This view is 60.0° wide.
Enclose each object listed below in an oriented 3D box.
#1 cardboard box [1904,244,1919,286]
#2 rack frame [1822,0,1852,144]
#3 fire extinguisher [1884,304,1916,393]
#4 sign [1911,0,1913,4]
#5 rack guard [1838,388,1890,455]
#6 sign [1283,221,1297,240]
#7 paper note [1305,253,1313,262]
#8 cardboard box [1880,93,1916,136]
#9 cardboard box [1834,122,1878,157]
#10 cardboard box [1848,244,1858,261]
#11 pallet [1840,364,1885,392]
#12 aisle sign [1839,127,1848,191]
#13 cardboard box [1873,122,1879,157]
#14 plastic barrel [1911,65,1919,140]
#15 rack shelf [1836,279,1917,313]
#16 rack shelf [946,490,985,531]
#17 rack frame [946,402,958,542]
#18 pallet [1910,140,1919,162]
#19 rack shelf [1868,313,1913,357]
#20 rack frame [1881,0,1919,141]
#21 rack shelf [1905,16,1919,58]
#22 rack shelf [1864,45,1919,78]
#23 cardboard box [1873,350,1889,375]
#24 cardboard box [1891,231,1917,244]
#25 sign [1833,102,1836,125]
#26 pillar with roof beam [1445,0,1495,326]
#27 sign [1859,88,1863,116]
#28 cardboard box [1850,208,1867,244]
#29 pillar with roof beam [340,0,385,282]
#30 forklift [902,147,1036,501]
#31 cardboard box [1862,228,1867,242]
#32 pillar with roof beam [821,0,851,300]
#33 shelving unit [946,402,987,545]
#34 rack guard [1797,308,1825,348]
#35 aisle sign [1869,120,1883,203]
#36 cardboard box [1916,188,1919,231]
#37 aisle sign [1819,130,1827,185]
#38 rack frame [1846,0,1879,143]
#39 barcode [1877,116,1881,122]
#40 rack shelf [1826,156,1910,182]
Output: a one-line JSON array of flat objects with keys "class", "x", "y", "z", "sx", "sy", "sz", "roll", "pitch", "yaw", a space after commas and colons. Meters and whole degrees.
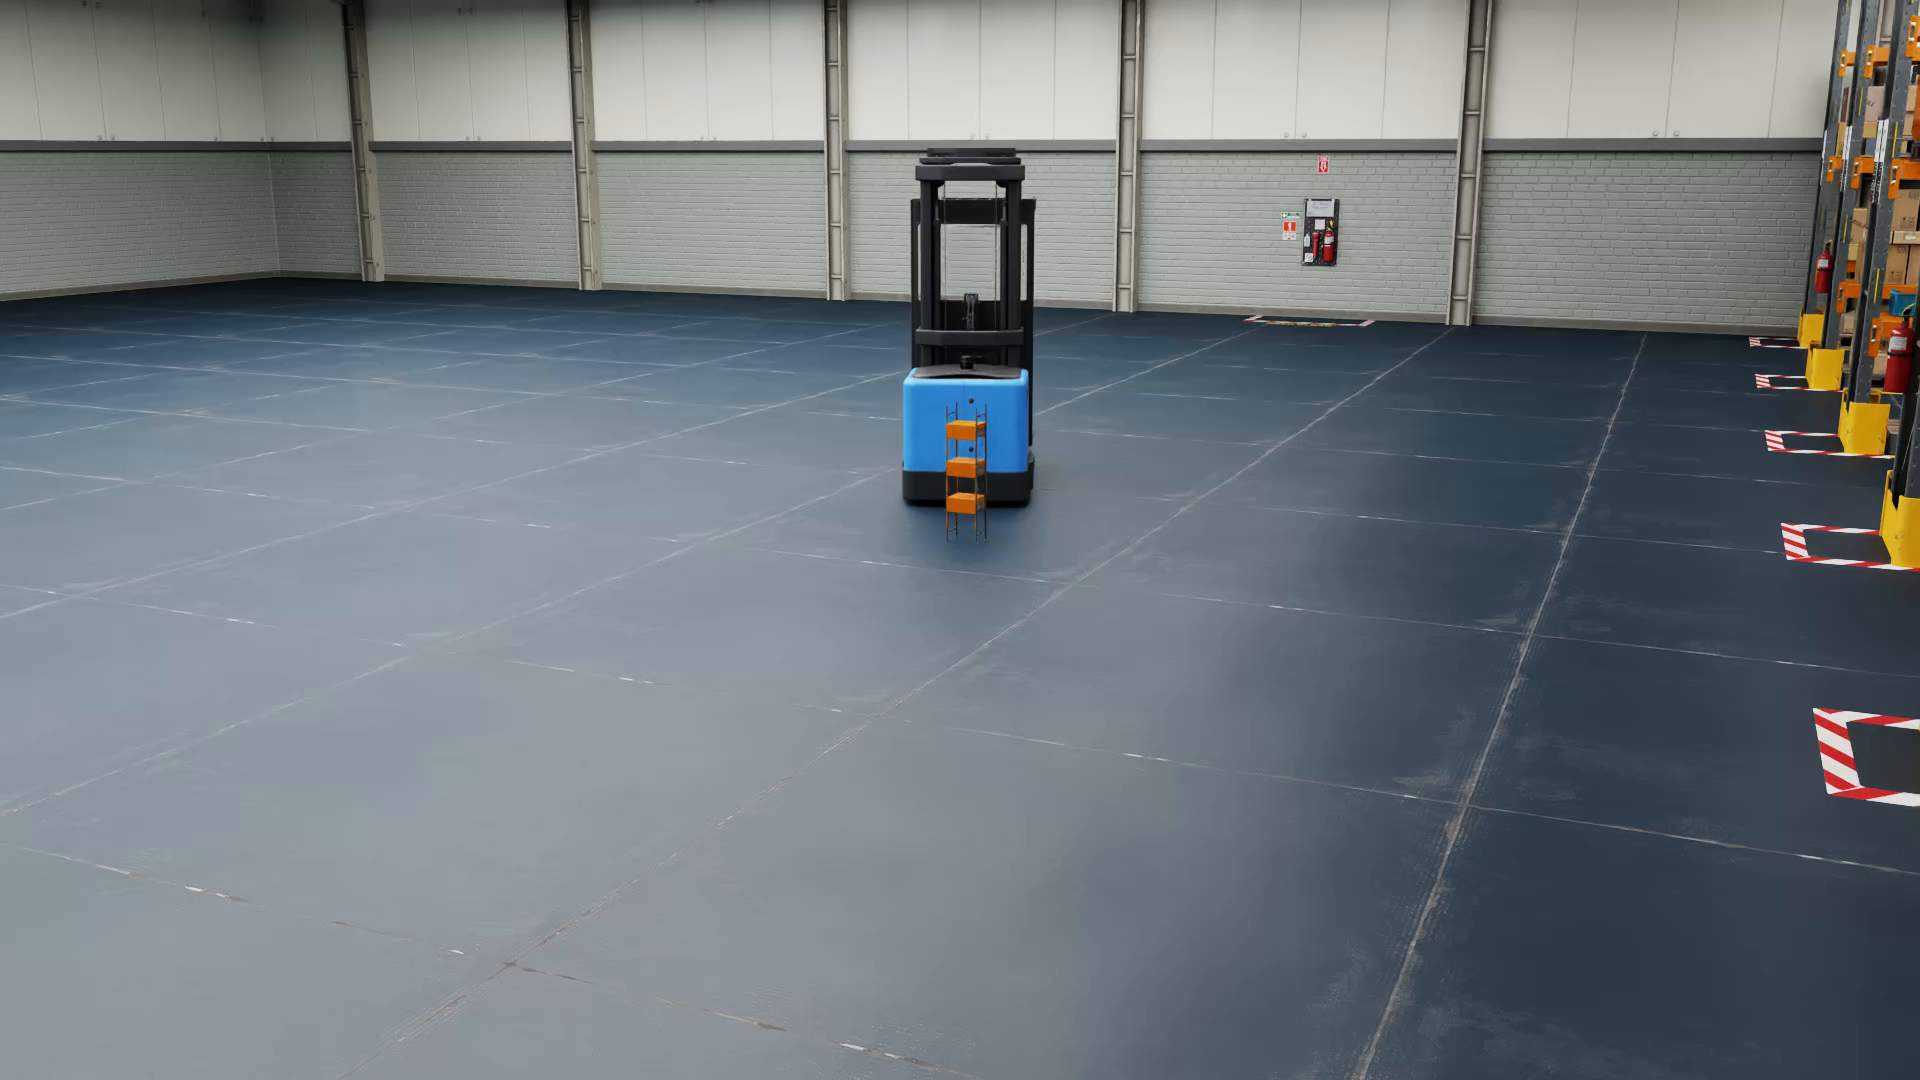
[{"class": "cardboard box", "x": 11.951, "y": -3.410, "z": 20.502, "sx": 0.500, "sy": 0.500, "sz": 0.700, "roll": 6, "pitch": 15, "yaw": 25}, {"class": "rack frame", "x": 13.050, "y": -7.410, "z": 24.637, "sx": 0.127, "sy": 3.000, "sz": 1.000, "roll": 6, "pitch": 14, "yaw": 23}, {"class": "fire extinguisher", "x": 7.113, "y": -1.455, "z": 12.559, "sx": 0.183, "sy": 0.674, "sz": 0.296, "roll": 6, "pitch": 14, "yaw": 23}, {"class": "sign", "x": 8.810, "y": -5.125, "z": 15.355, "sx": 0.005, "sy": 0.325, "sz": 0.100, "roll": 6, "pitch": 14, "yaw": 23}, {"class": "rack guard", "x": 9.126, "y": -1.206, "z": 16.802, "sx": 0.348, "sy": 0.500, "sz": 1.175, "roll": 6, "pitch": 14, "yaw": 23}, {"class": "sign", "x": 5.847, "y": -5.488, "z": 29.497, "sx": 0.234, "sy": 0.329, "sz": 0.001, "roll": 6, "pitch": 14, "yaw": 23}, {"class": "paper note", "x": 6.177, "y": -4.999, "z": 29.423, "sx": 0.142, "sy": 0.148, "sz": 0.016, "roll": 6, "pitch": 14, "yaw": 23}, {"class": "cardboard box", "x": 11.571, "y": -5.184, "z": 20.263, "sx": 0.637, "sy": 0.503, "sz": 0.797, "roll": 7, "pitch": 15, "yaw": 27}, {"class": "cardboard box", "x": 13.255, "y": -5.925, "z": 24.612, "sx": 0.500, "sy": 0.500, "sz": 0.500, "roll": 6, "pitch": 15, "yaw": 25}, {"class": "cardboard box", "x": 13.368, "y": -4.315, "z": 24.862, "sx": 0.500, "sy": 0.250, "sz": 0.500, "roll": 5, "pitch": 14, "yaw": 22}, {"class": "pallet", "x": 11.763, "y": -2.035, "z": 20.966, "sx": 1.213, "sy": 0.211, "sz": 1.003, "roll": 6, "pitch": 14, "yaw": 23}, {"class": "aisle sign", "x": 11.106, "y": -4.788, "z": 20.902, "sx": 0.004, "sy": 0.787, "sz": 0.394, "roll": 6, "pitch": 14, "yaw": 23}, {"class": "cardboard box", "x": 13.534, "y": -6.023, "z": 25.027, "sx": 0.500, "sy": 0.500, "sz": 0.500, "roll": 7, "pitch": 15, "yaw": 27}, {"class": "plastic barrel", "x": 9.533, "y": -4.276, "z": 15.986, "sx": 0.708, "sy": 0.830, "sz": 0.600, "roll": 6, "pitch": 14, "yaw": 23}, {"class": "rack shelf", "x": 12.876, "y": -2.919, "z": 20.205, "sx": 4.000, "sy": 0.370, "sz": 1.077, "roll": 6, "pitch": 14, "yaw": 23}, {"class": "rack shelf", "x": 0.049, "y": -0.225, "z": 12.680, "sx": 0.240, "sy": 0.259, "sz": 0.215, "roll": 6, "pitch": 14, "yaw": 23}, {"class": "rack frame", "x": -0.063, "y": -0.517, "z": 12.662, "sx": 0.008, "sy": 1.050, "sz": 0.200, "roll": 6, "pitch": 14, "yaw": 23}, {"class": "pallet", "x": 9.754, "y": -3.692, "z": 15.770, "sx": 1.213, "sy": 0.211, "sz": 1.003, "roll": 6, "pitch": 14, "yaw": 23}, {"class": "rack shelf", "x": 10.866, "y": -1.885, "z": 15.798, "sx": 4.000, "sy": 0.370, "sz": 1.077, "roll": 6, "pitch": 14, "yaw": 23}, {"class": "rack frame", "x": 9.037, "y": -5.341, "z": 15.819, "sx": 0.127, "sy": 3.000, "sz": 1.000, "roll": 6, "pitch": 14, "yaw": 23}, {"class": "rack shelf", "x": 10.866, "y": -4.611, "z": 15.158, "sx": 4.000, "sy": 0.370, "sz": 1.077, "roll": 6, "pitch": 14, "yaw": 23}, {"class": "rack shelf", "x": 12.876, "y": -5.645, "z": 19.566, "sx": 4.000, "sy": 0.370, "sz": 1.077, "roll": 6, "pitch": 14, "yaw": 23}, {"class": "cardboard box", "x": 11.447, "y": -2.224, "z": 20.768, "sx": 0.500, "sy": 0.250, "sz": 0.500, "roll": 6, "pitch": 14, "yaw": 23}, {"class": "cardboard box", "x": 11.561, "y": -3.714, "z": 20.378, "sx": 0.250, "sy": 0.149, "sz": 0.380, "roll": 5, "pitch": 14, "yaw": 22}, {"class": "sign", "x": 12.830, "y": -6.262, "z": 24.397, "sx": 0.005, "sy": 0.325, "sz": 0.100, "roll": 6, "pitch": 14, "yaw": 23}, {"class": "pillar with roof beam", "x": 6.811, "y": -7.182, "z": 23.665, "sx": 0.400, "sy": 9.000, "sz": 9.100, "roll": 6, "pitch": 14, "yaw": 23}, {"class": "sign", "x": 10.817, "y": -5.264, "z": 19.968, "sx": 0.005, "sy": 0.325, "sz": 0.100, "roll": 6, "pitch": 14, "yaw": 23}, {"class": "cardboard box", "x": 13.365, "y": -4.685, "z": 24.796, "sx": 0.500, "sy": 0.500, "sz": 0.500, "roll": 6, "pitch": 14, "yaw": 23}, {"class": "pillar with roof beam", "x": -15.132, "y": -9.403, "z": 33.129, "sx": 0.400, "sy": 9.000, "sz": 9.100, "roll": 6, "pitch": 14, "yaw": 23}, {"class": "forklift", "x": 0.125, "y": -2.033, "z": 15.002, "sx": 1.130, "sy": 2.935, "sz": 3.031, "roll": 1, "pitch": 13, "yaw": 3}, {"class": "cardboard box", "x": 11.474, "y": -3.824, "z": 20.845, "sx": 0.250, "sy": 0.149, "sz": 0.380, "roll": 6, "pitch": 14, "yaw": 22}, {"class": "pillar with roof beam", "x": -4.161, "y": -8.293, "z": 28.397, "sx": 0.400, "sy": 9.000, "sz": 9.100, "roll": 6, "pitch": 14, "yaw": 23}, {"class": "shelving unit", "x": 0.049, "y": -0.506, "z": 12.614, "sx": 0.252, "sy": 1.050, "sz": 0.215, "roll": 6, "pitch": 14, "yaw": 23}, {"class": "rack guard", "x": 13.120, "y": -3.266, "z": 25.578, "sx": 0.348, "sy": 0.500, "sz": 1.175, "roll": 6, "pitch": 14, "yaw": 23}, {"class": "aisle sign", "x": 9.092, "y": -3.755, "z": 16.500, "sx": 0.004, "sy": 0.787, "sz": 0.394, "roll": 6, "pitch": 14, "yaw": 23}, {"class": "cardboard box", "x": 12.000, "y": -4.037, "z": 20.333, "sx": 0.500, "sy": 0.500, "sz": 0.700, "roll": 5, "pitch": 14, "yaw": 22}, {"class": "aisle sign", "x": 12.863, "y": -5.699, "z": 24.787, "sx": 0.004, "sy": 0.787, "sz": 0.394, "roll": 6, "pitch": 14, "yaw": 23}, {"class": "rack frame", "x": 11.047, "y": -6.375, "z": 20.226, "sx": 0.127, "sy": 3.000, "sz": 1.000, "roll": 6, "pitch": 14, "yaw": 23}, {"class": "barcode", "x": 11.518, "y": -5.270, "z": 20.813, "sx": 0.075, "sy": 0.075, "sz": 0.001, "roll": 6, "pitch": 14, "yaw": 23}, {"class": "rack shelf", "x": 14.879, "y": -5.415, "z": 24.273, "sx": 4.000, "sy": 0.370, "sz": 1.077, "roll": 6, "pitch": 14, "yaw": 23}]
